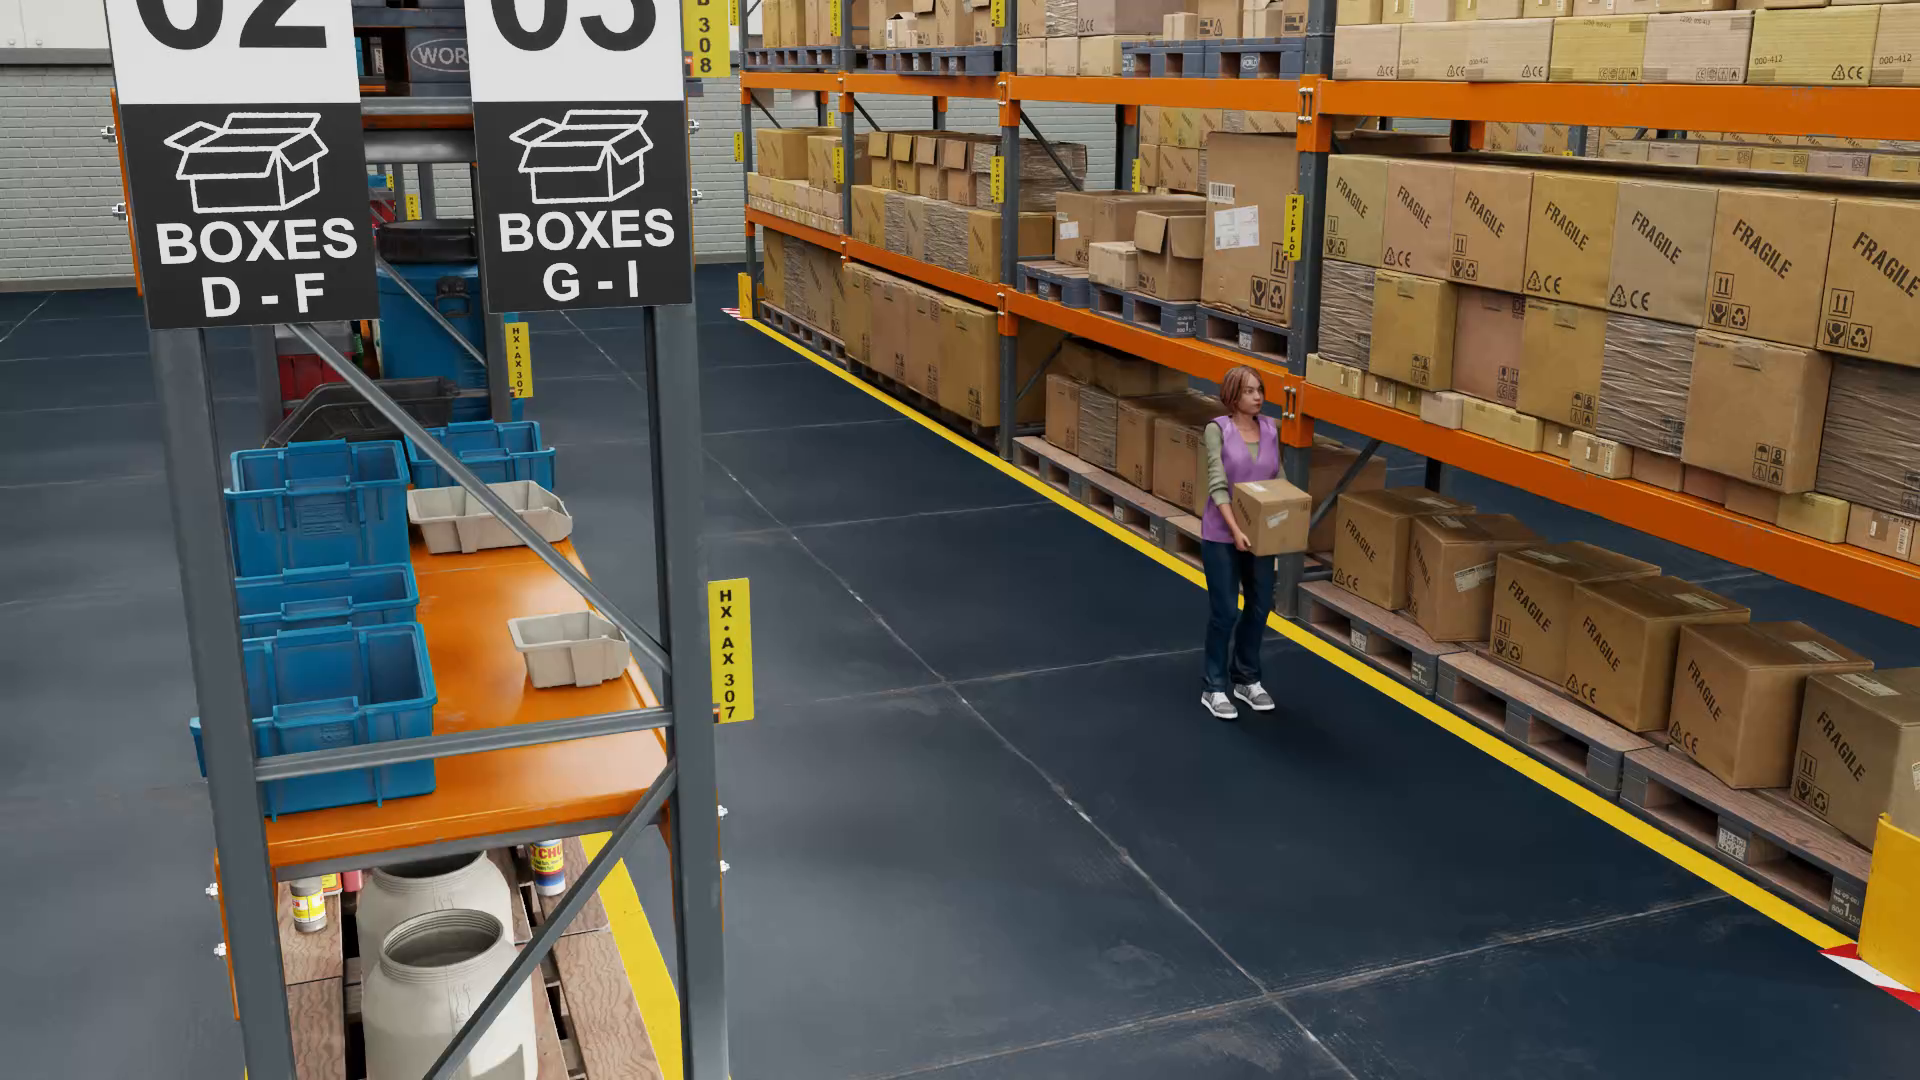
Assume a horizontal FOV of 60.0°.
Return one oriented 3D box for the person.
[{"bbox_3d":[1.275,-0.002,7.540,0.447,1.600,0.347,-6,17,-21],"label":"person"}]
